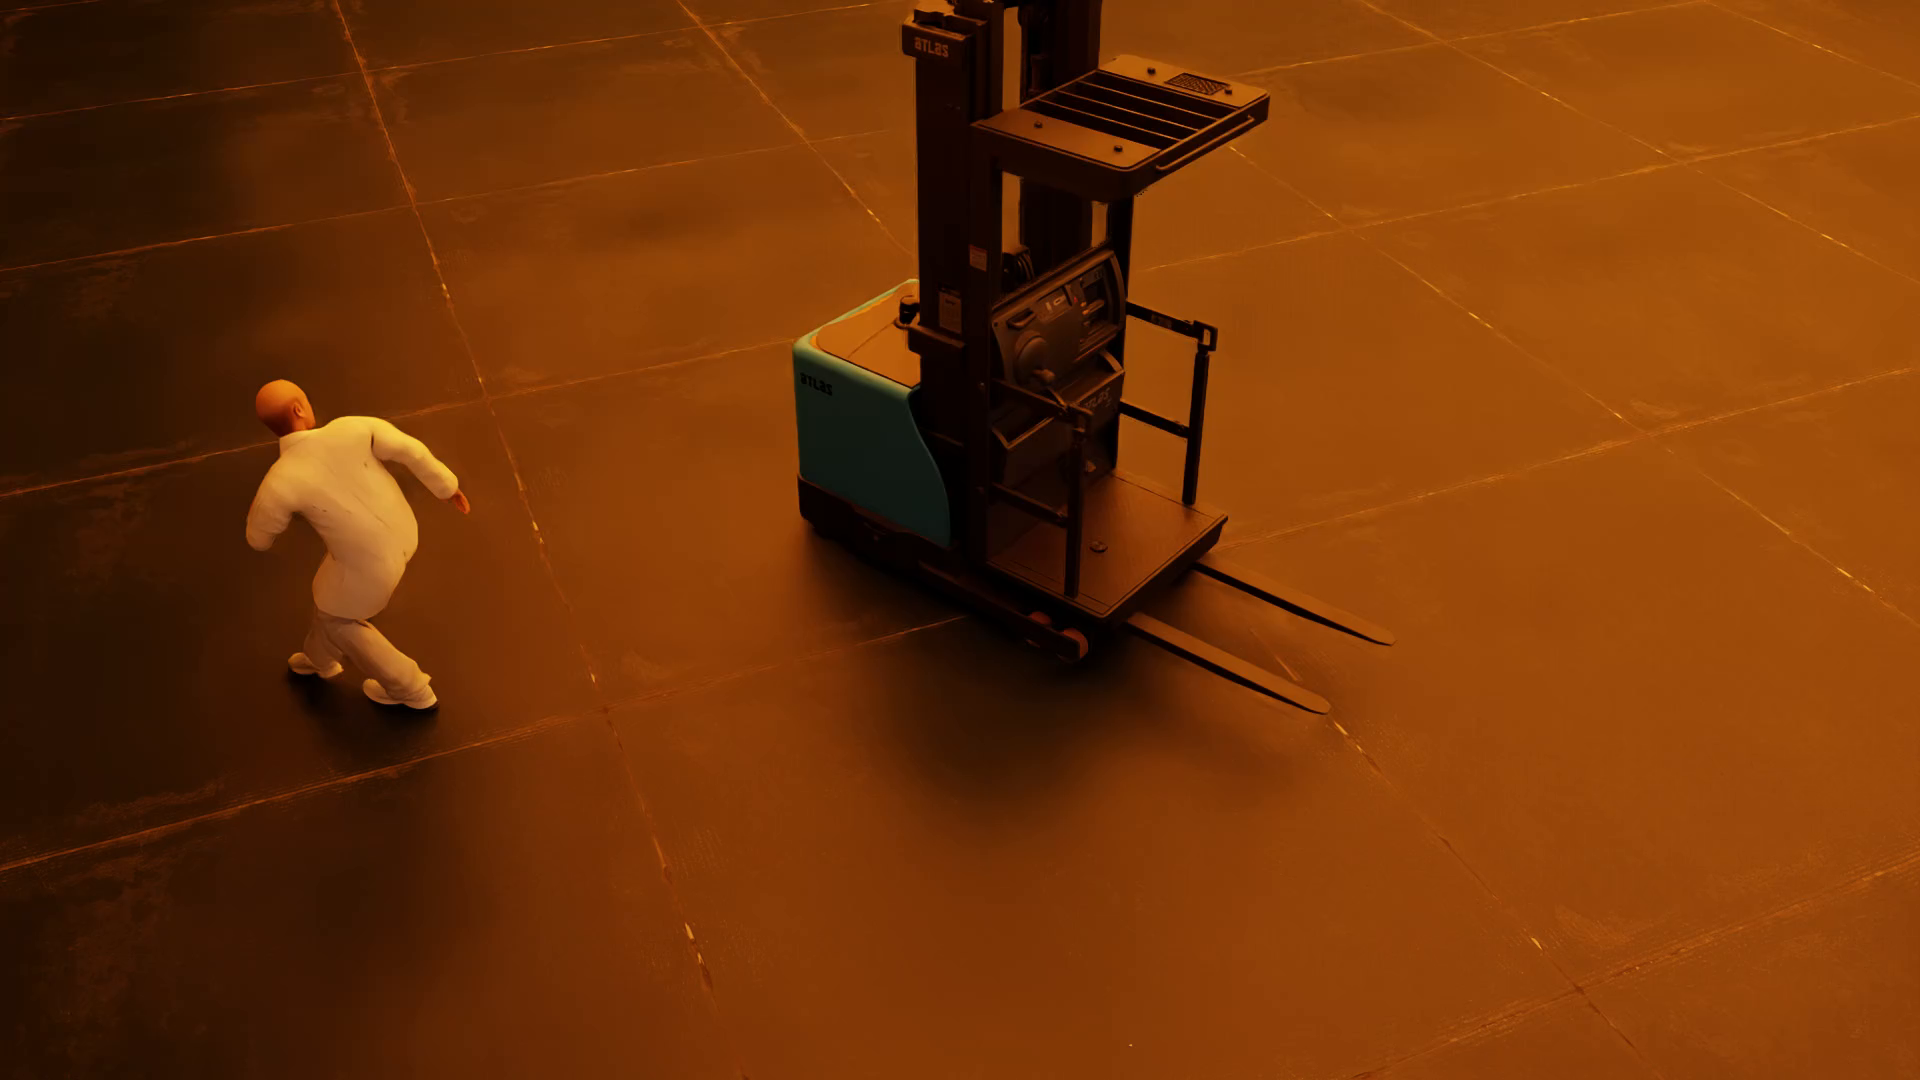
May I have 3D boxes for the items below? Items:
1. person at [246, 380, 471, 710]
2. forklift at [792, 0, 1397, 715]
[{"bbox_3d":[-2.703,-0.040,7.288,0.831,1.611,0.808,17,39,23],"label":"person"},{"bbox_3d":[0.618,-0.964,7.455,3.031,2.935,1.130,25,43,31],"label":"forklift"}]
